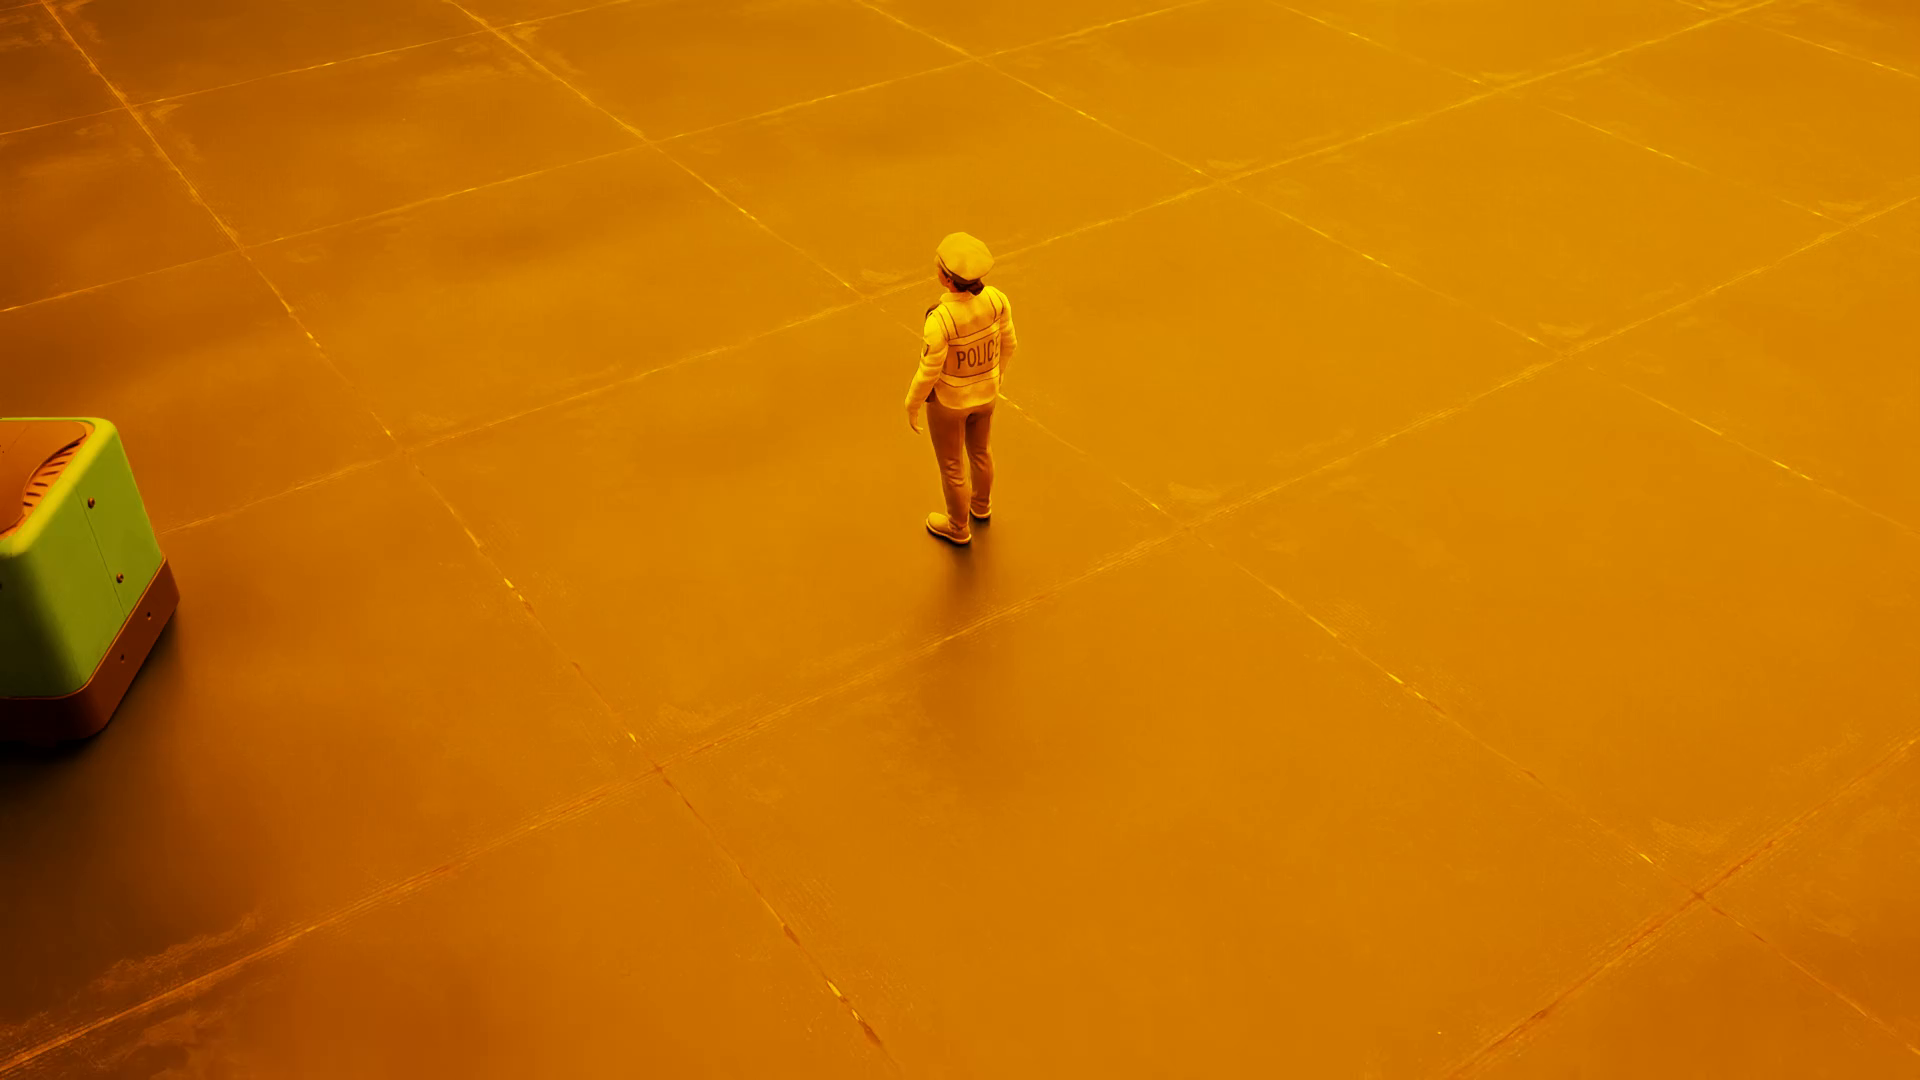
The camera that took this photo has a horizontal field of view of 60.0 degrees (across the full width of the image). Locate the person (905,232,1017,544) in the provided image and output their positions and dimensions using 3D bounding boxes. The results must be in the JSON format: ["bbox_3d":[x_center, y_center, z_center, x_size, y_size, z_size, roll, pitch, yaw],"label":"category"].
[{"bbox_3d":[-0.034,-0.723,7.950,0.586,1.694,0.530,-23,42,-28],"label":"person"}]

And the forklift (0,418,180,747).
[{"bbox_3d":[-5.218,-0.567,6.712,3.031,2.935,1.130,0,36,0],"label":"forklift"}]
